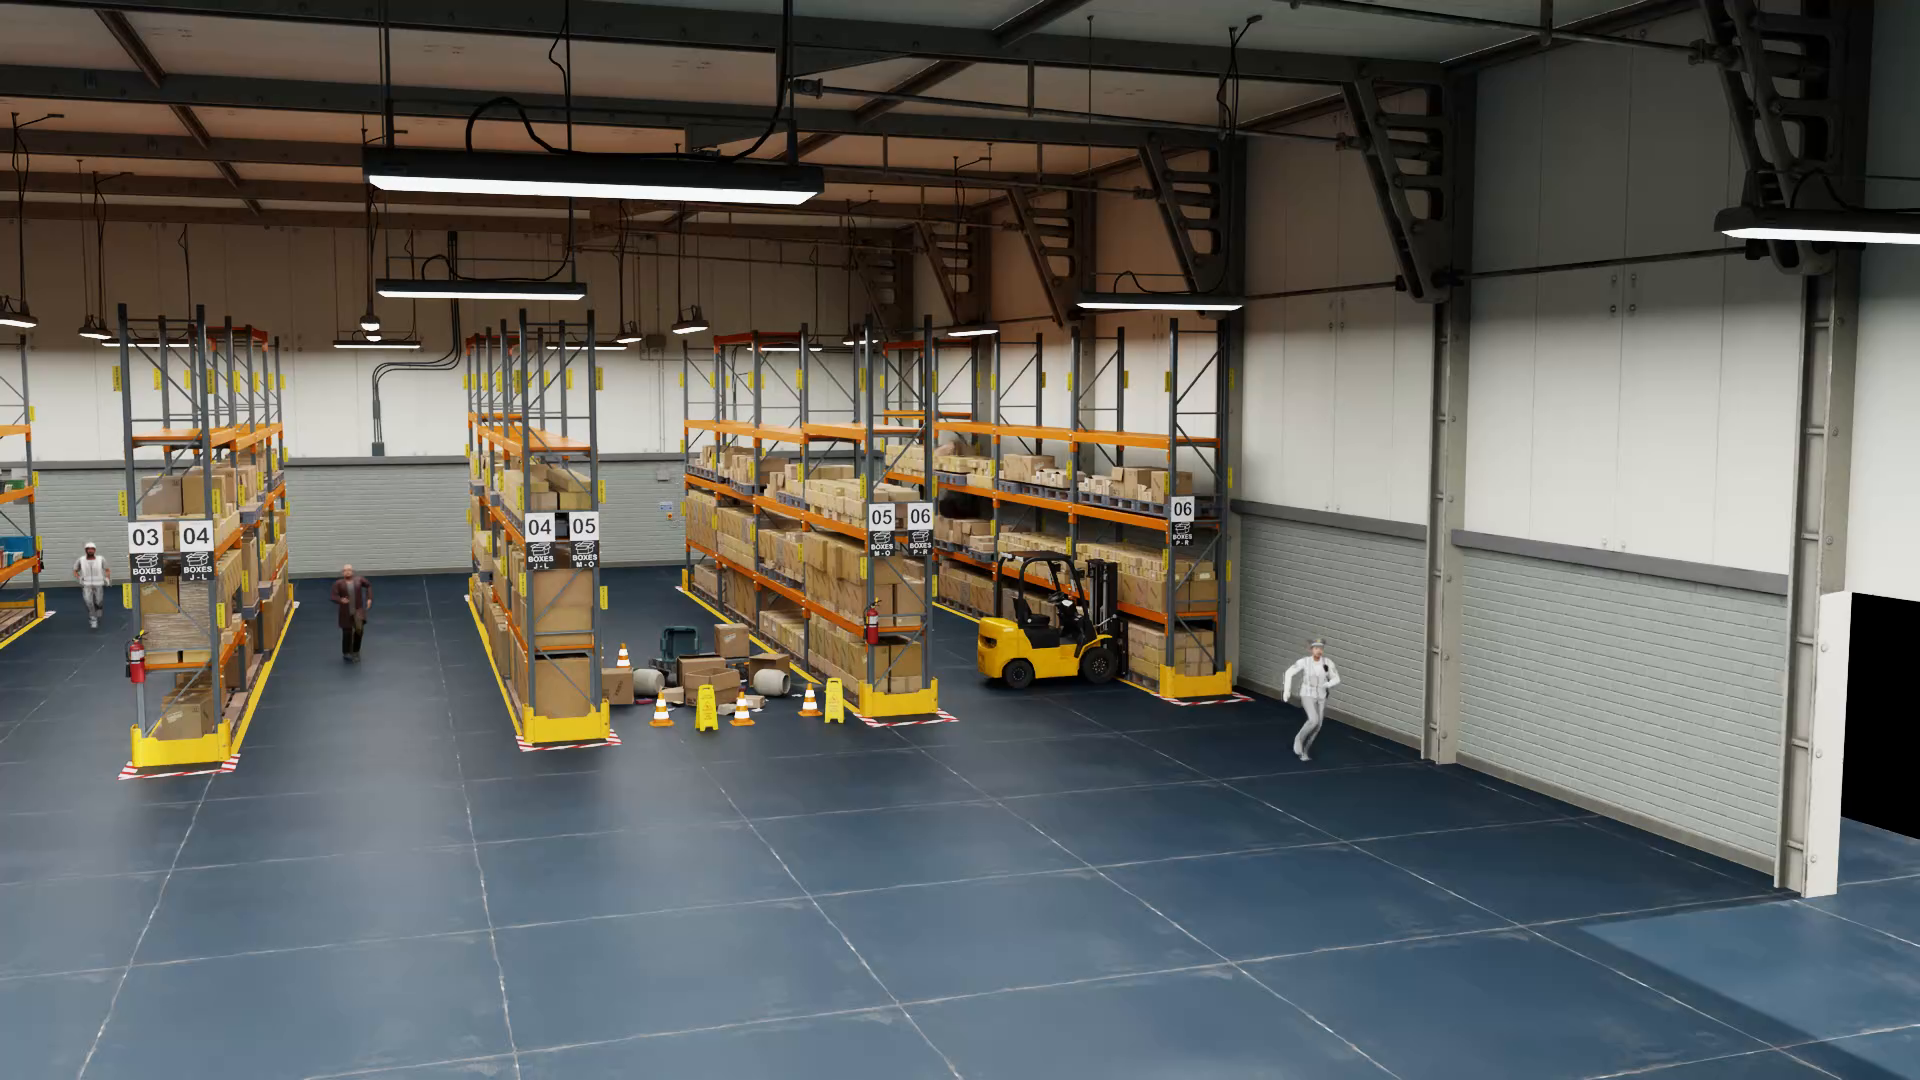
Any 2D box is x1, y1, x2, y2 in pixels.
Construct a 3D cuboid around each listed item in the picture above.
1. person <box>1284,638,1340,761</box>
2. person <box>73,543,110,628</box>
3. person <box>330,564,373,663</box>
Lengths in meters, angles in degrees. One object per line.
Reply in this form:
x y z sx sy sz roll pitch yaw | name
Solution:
4.692 2.109 22.011 0.687 1.650 0.517 -1 6 -15 | person
-17.762 0.919 34.029 0.683 1.740 0.616 -3 6 -27 | person
-10.842 1.308 29.640 0.703 1.765 0.924 -2 6 -21 | person
